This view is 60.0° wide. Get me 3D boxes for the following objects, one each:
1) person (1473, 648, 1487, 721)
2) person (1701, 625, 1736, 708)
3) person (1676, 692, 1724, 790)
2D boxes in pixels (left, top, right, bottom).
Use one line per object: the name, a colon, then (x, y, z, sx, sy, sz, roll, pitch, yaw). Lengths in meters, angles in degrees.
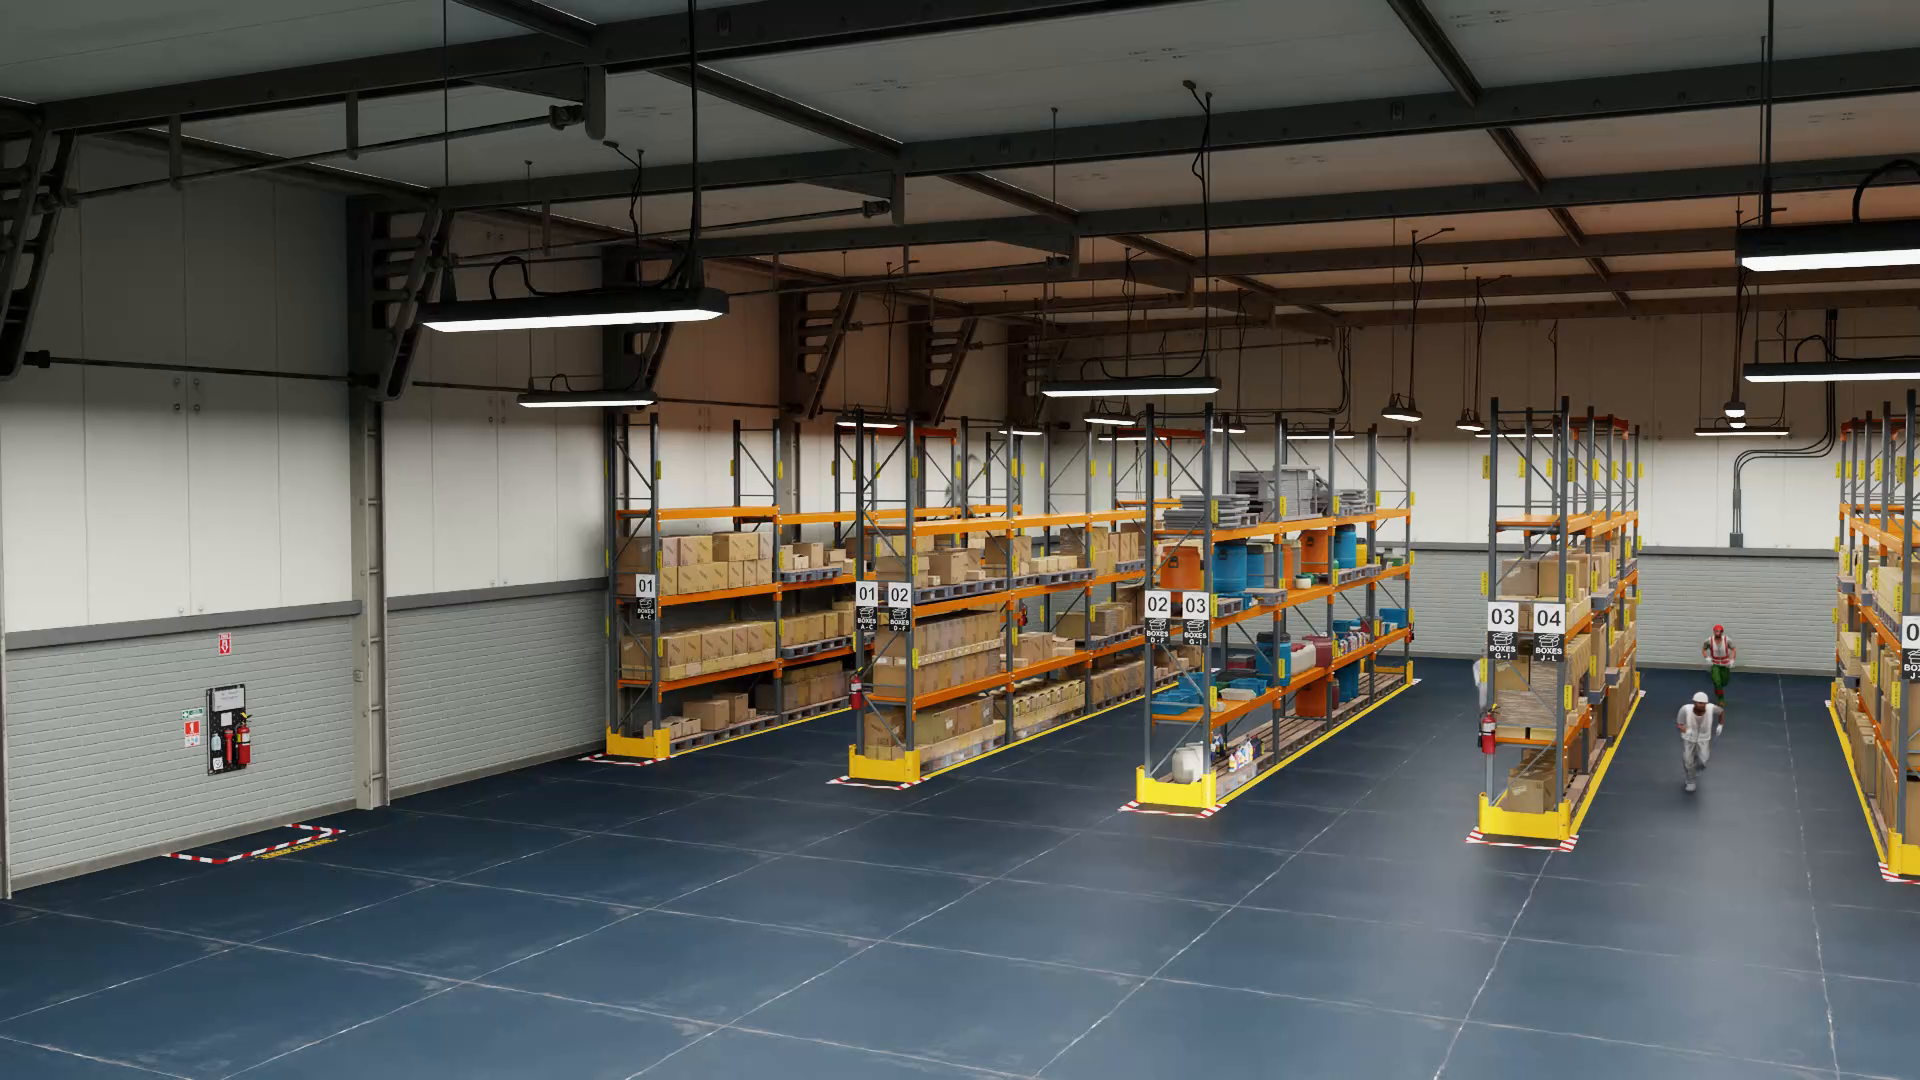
person: (9.999, 2.859, 31.409, 0.615, 1.694, 1.010, 1, 3, 22)
person: (16.140, 2.665, 35.394, 0.671, 1.761, 0.864, 1, 3, 18)
person: (11.436, 3.120, 25.685, 0.716, 1.601, 0.854, 1, 2, 14)
